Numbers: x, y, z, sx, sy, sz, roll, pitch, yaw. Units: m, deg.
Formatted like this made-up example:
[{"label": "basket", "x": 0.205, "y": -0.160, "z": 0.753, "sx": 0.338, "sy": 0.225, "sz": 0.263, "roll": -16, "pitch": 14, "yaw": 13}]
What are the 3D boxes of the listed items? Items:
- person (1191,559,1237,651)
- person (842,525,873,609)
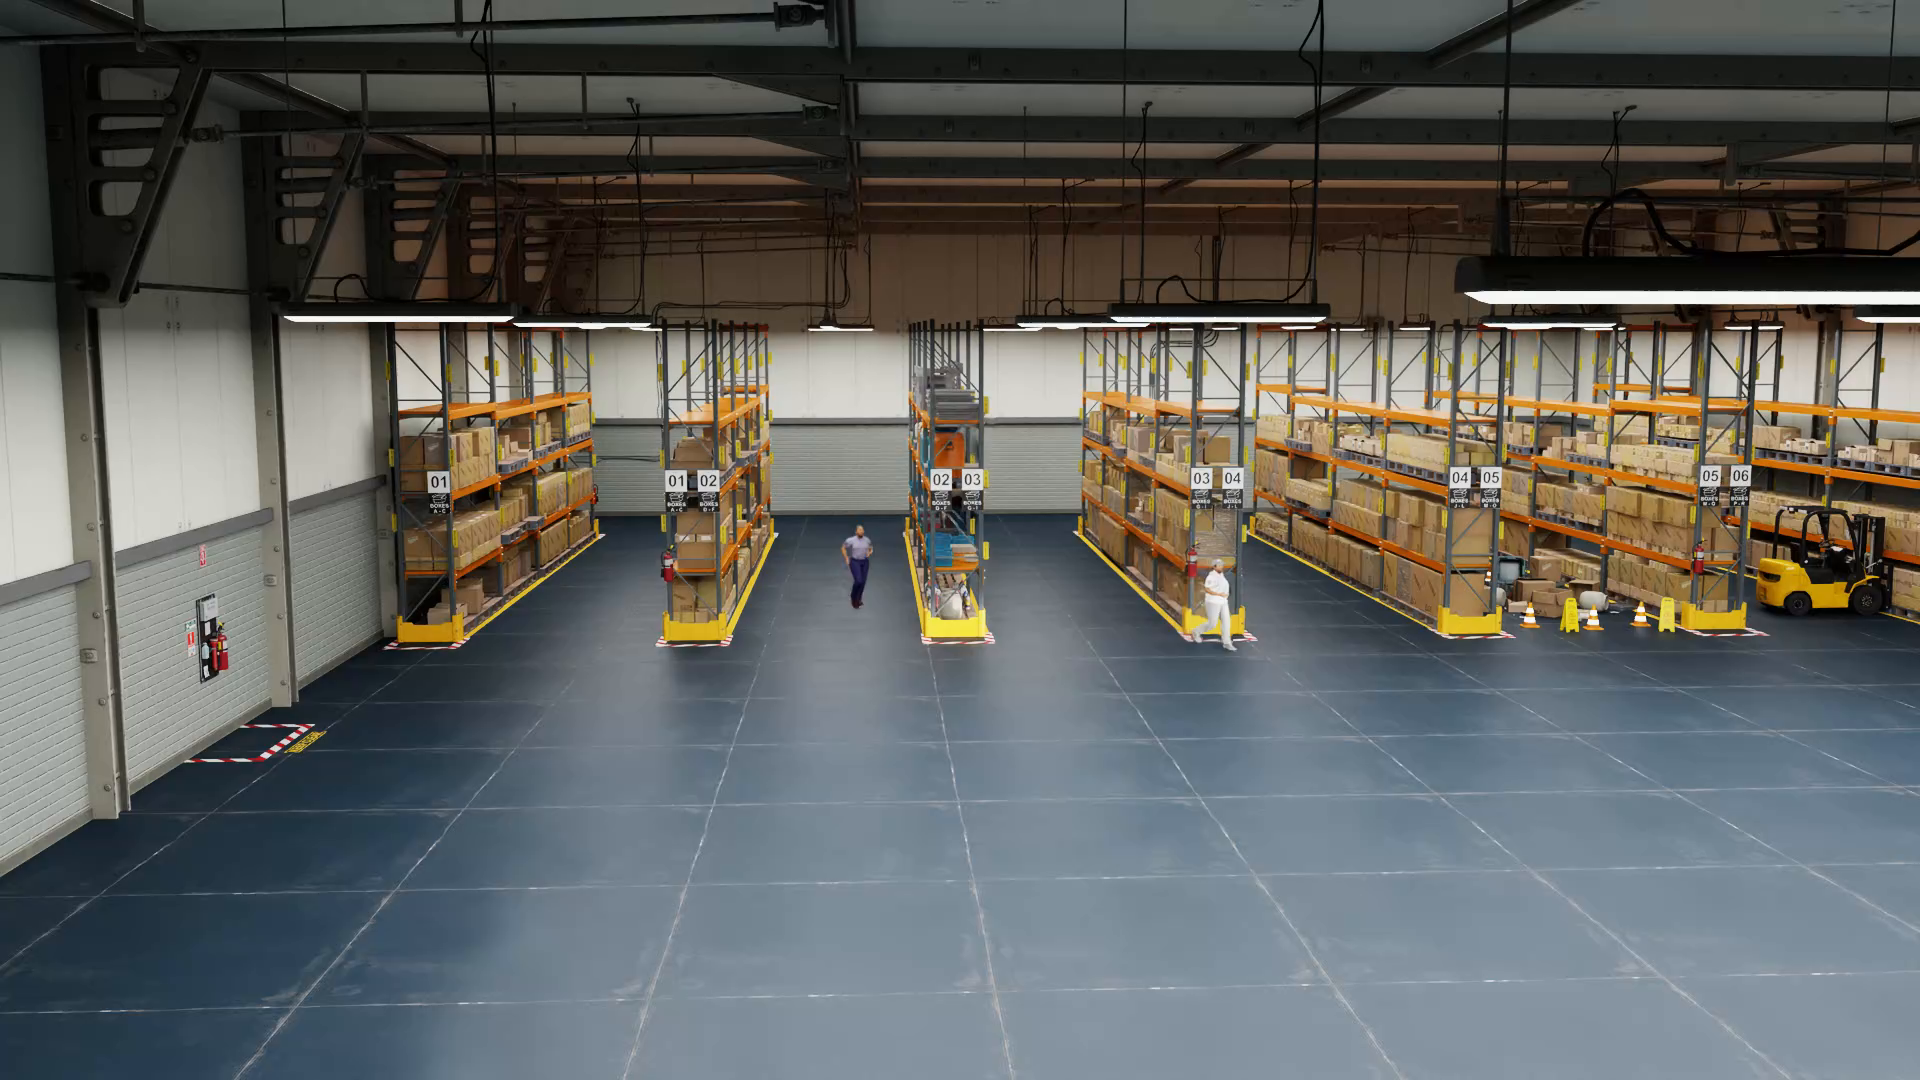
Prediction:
[{"label": "person", "x": 4.657, "y": 1.167, "z": 30.291, "sx": 0.908, "sy": 1.670, "sz": 0.614, "roll": 6, "pitch": 9, "yaw": 39}, {"label": "person", "x": -1.999, "y": 0.540, "z": 33.263, "sx": 0.583, "sy": 1.687, "sz": 0.618, "roll": -4, "pitch": 8, "yaw": -27}]
